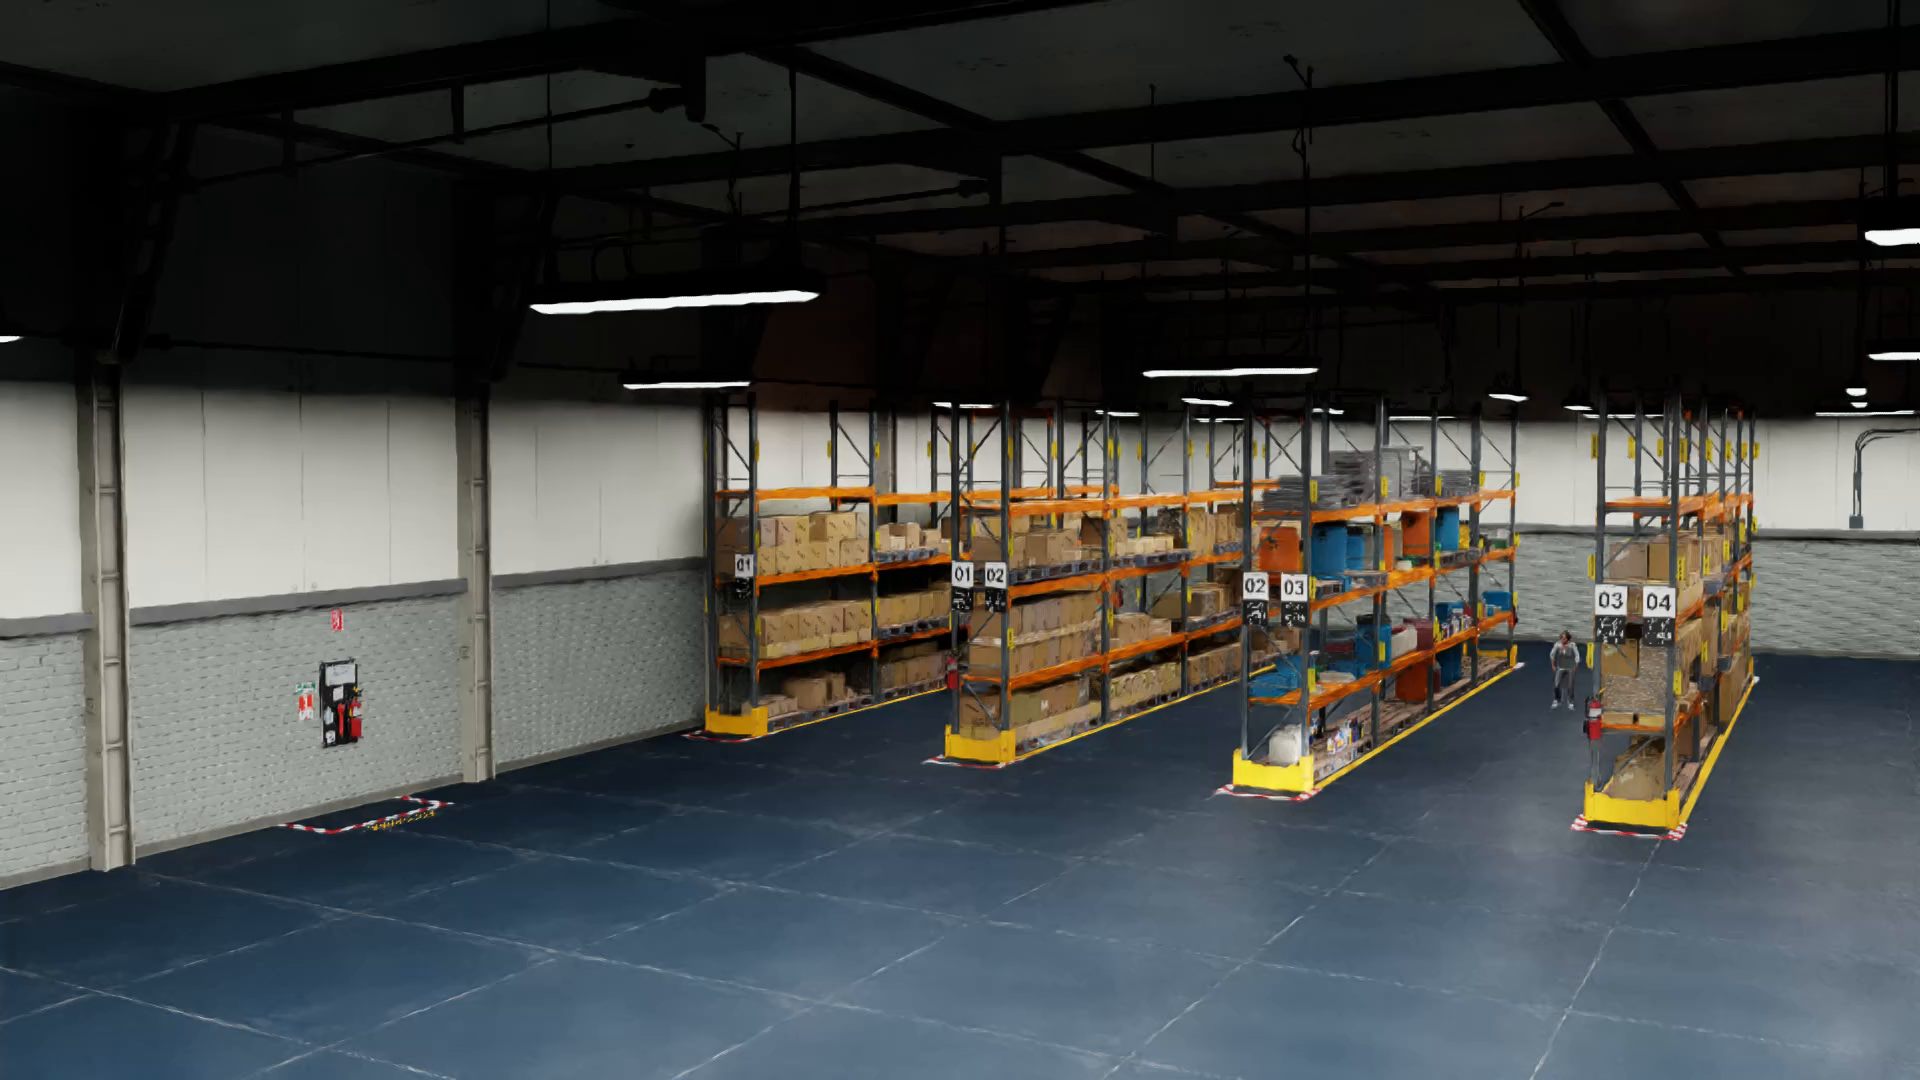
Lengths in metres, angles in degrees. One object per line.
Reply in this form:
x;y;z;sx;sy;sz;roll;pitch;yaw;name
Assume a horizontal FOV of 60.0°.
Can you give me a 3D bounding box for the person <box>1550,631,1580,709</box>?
11.693;2.501;32.148;0.566;1.541;0.519;2;3;27;person
